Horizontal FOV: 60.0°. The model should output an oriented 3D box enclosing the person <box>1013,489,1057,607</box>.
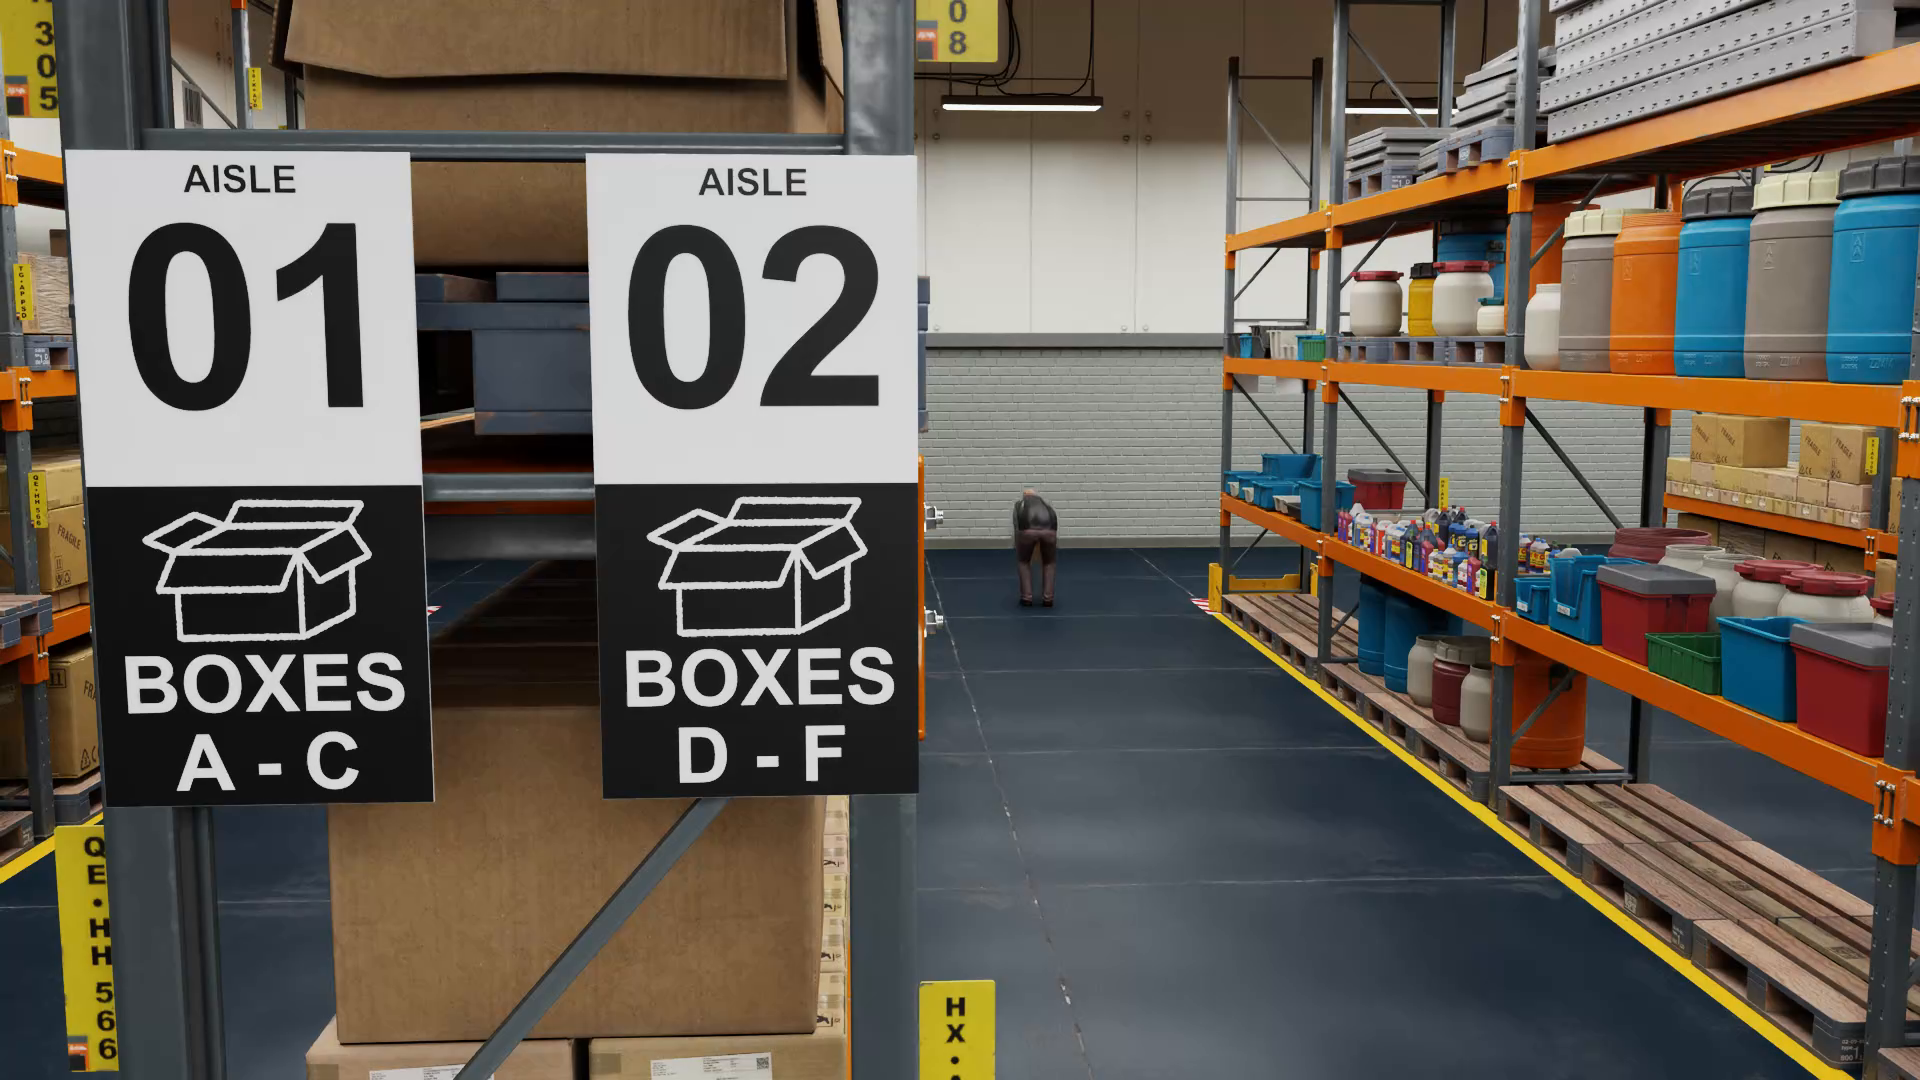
[{"bbox_3d":[0.844,0.083,19.028,0.462,1.281,0.916,-1,7,-5],"label":"person"}]
